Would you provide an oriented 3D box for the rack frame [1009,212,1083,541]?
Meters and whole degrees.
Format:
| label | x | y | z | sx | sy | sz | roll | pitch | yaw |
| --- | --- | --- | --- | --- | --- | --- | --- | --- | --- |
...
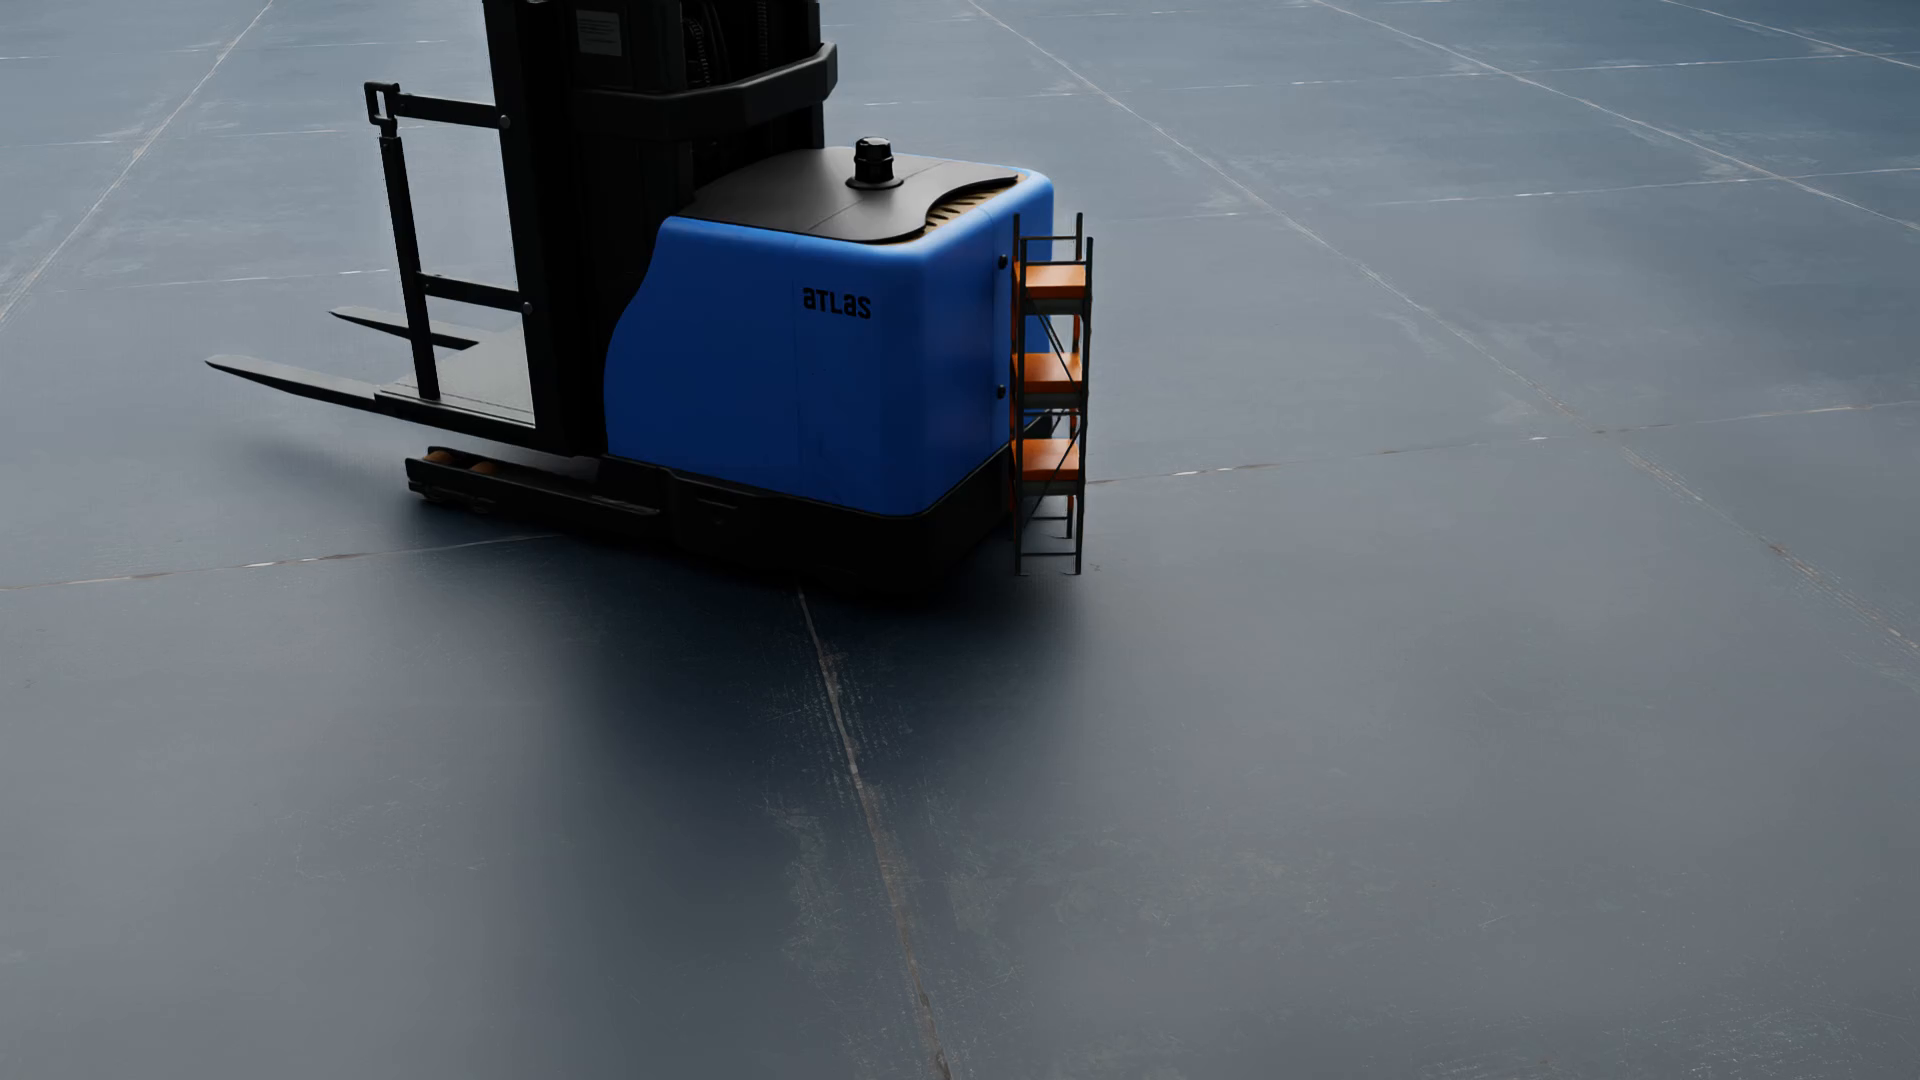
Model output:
| label | x | y | z | sx | sy | sz | roll | pitch | yaw |
| --- | --- | --- | --- | --- | --- | --- | --- | --- | --- |
| rack frame | 0.253 | -0.471 | 5.017 | 0.200 | 1.050 | 0.008 | -1 | 27 | -3 |

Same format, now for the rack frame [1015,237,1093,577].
| label | x | y | z | sx | sy | sz | roll | pitch | yaw |
| --- | --- | --- | --- | --- | --- | --- | --- | --- | --- |
| rack frame | 0.266 | -0.361 | 4.800 | 0.200 | 1.050 | 0.008 | -1 | 27 | -3 |

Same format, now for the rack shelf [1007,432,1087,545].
| label | x | y | z | sx | sy | sz | roll | pitch | yaw |
| --- | --- | --- | --- | --- | --- | --- | --- | --- | --- |
| rack shelf | 0.260 | -0.158 | 5.039 | 0.215 | 0.259 | 0.240 | -1 | 27 | -3 |

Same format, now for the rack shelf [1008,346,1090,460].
| label | x | y | z | sx | sy | sz | roll | pitch | yaw |
| --- | --- | --- | --- | --- | --- | --- | --- | --- | --- |
| rack shelf | 0.260 | -0.406 | 4.913 | 0.215 | 0.259 | 0.240 | -1 | 27 | -3 |

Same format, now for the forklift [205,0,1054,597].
| label | x | y | z | sx | sy | sz | roll | pitch | yaw |
| --- | --- | --- | --- | --- | --- | --- | --- | --- | --- |
| forklift | -1.249 | -1.591 | 5.149 | 3.031 | 2.935 | 1.130 | 13 | 29 | 24 |

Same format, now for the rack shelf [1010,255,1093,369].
| label | x | y | z | sx | sy | sz | roll | pitch | yaw |
| --- | --- | --- | --- | --- | --- | --- | --- | --- | --- |
| rack shelf | 0.260 | -0.660 | 4.786 | 0.215 | 0.259 | 0.240 | -1 | 27 | -3 |

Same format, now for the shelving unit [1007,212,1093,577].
| label | x | y | z | sx | sy | sz | roll | pitch | yaw |
| --- | --- | --- | --- | --- | --- | --- | --- | --- | --- |
| shelving unit | 0.260 | -0.416 | 4.909 | 0.215 | 1.050 | 0.252 | -1 | 27 | -3 |
